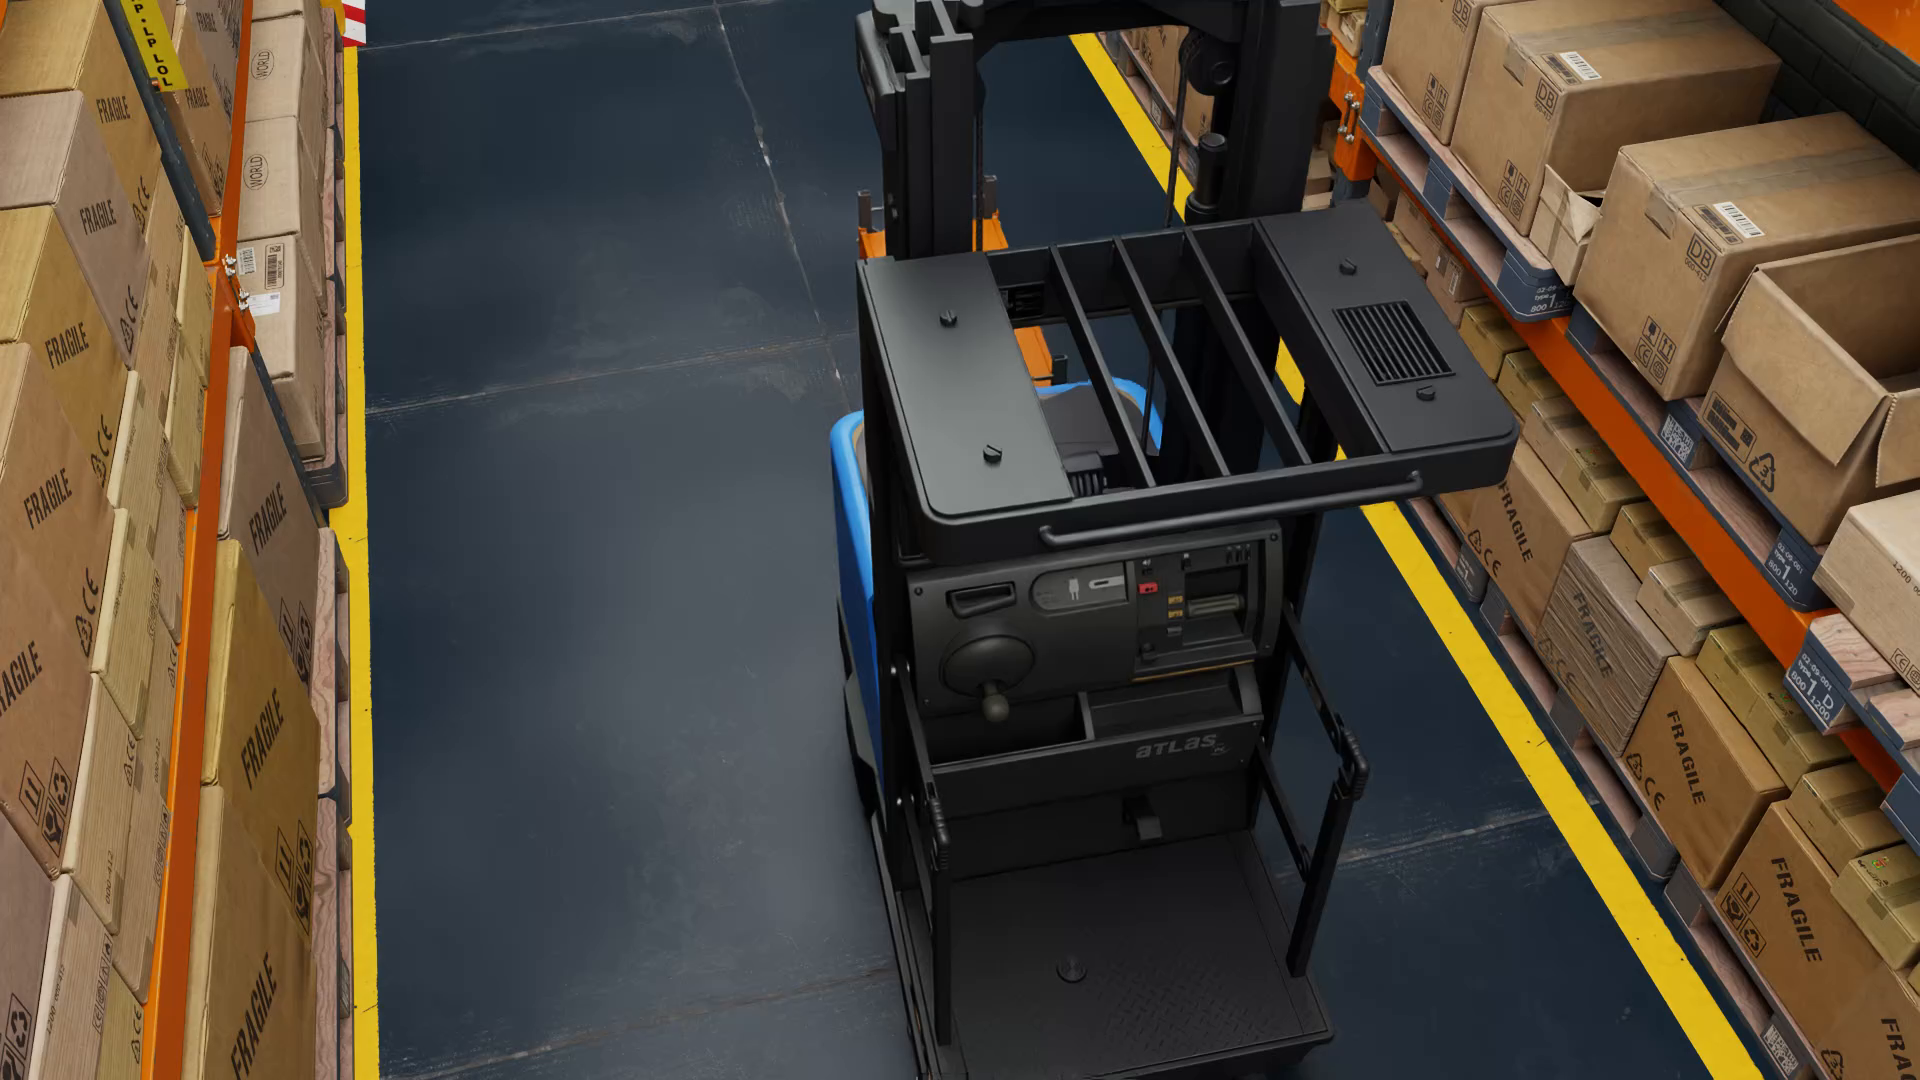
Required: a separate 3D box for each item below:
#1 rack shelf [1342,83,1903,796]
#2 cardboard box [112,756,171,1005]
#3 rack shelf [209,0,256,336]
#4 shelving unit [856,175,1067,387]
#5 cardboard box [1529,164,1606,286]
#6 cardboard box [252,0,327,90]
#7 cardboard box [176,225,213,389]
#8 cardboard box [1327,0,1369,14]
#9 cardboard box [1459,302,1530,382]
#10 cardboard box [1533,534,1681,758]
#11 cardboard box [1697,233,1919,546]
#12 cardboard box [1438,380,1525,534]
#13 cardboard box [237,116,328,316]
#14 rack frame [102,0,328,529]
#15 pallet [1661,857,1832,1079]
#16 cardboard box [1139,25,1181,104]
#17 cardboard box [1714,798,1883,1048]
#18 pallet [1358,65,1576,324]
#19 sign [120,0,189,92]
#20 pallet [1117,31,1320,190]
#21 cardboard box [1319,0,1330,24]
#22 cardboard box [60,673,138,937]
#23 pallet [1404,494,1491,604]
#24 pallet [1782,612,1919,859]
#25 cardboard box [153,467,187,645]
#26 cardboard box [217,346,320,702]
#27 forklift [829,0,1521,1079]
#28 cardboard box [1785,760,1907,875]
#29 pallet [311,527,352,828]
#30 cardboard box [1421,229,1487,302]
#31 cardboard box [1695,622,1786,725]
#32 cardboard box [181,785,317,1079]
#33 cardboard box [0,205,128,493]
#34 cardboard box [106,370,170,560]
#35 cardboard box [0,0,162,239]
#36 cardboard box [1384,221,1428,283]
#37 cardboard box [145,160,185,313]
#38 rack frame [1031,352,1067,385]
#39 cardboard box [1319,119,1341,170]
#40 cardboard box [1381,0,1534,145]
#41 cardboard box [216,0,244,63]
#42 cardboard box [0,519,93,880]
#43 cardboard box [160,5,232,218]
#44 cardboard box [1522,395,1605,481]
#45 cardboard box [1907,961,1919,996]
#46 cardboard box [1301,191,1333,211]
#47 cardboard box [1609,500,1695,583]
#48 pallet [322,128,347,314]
[{"bbox_3d":[2.449,-0.241,4.890,1.077,0.370,4.000,-11,47,-10],"label":"rack shelf"},{"bbox_3d":[-1.996,0.752,3.518,0.500,0.250,0.500,-9,46,-9],"label":"cardboard box"},{"bbox_3d":[-3.372,-2.093,6.704,1.077,0.370,4.000,-11,47,-10],"label":"rack shelf"},{"bbox_3d":[-0.012,-0.511,5.963,0.538,1.125,1.048,-8,46,-8],"label":"shelving unit"},{"bbox_3d":[1.922,-0.944,4.875,0.396,0.266,0.258,-9,46,-8],"label":"cardboard box"},{"bbox_3d":[-3.619,-2.538,8.137,0.875,0.438,0.875,-12,47,-12],"label":"cardboard box"},{"bbox_3d":[-2.502,-0.648,4.889,0.500,0.250,0.500,-12,47,-11],"label":"cardboard box"},{"bbox_3d":[1.571,-2.232,6.234,0.500,0.250,0.500,-10,46,-9],"label":"cardboard box"},{"bbox_3d":[1.994,-0.724,5.862,0.380,0.149,0.250,-13,47,-12],"label":"cardboard box"},{"bbox_3d":[2.239,0.300,5.312,0.500,0.500,0.500,-12,47,-12],"label":"cardboard box"},{"bbox_3d":[2.364,-0.389,4.164,0.797,0.503,0.637,-12,47,-11],"label":"cardboard box"},{"bbox_3d":[1.989,-0.405,6.003,0.500,0.500,0.500,-11,47,-11],"label":"cardboard box"},{"bbox_3d":[-3.147,-1.285,6.909,0.875,0.438,0.875,-12,47,-11],"label":"cardboard box"},{"bbox_3d":[-2.860,-0.964,5.094,1.000,3.000,0.127,-11,47,-10],"label":"rack frame"},{"bbox_3d":[2.806,1.341,4.788,1.003,0.211,1.213,-11,47,-10],"label":"pallet"},{"bbox_3d":[1.198,-2.487,8.044,0.500,0.500,0.500,-10,46,-10],"label":"cardboard box"},{"bbox_3d":[2.527,1.016,4.611,0.500,0.500,0.500,-11,47,-11],"label":"cardboard box"},{"bbox_3d":[2.036,-1.235,5.495,1.003,0.211,1.213,-11,47,-10],"label":"pallet"},{"bbox_3d":[-2.338,-1.447,4.813,0.100,0.325,0.005,-11,47,-10],"label":"sign"},{"bbox_3d":[1.446,-2.216,8.274,1.003,0.211,1.213,-11,47,-10],"label":"pallet"},{"bbox_3d":[1.523,-2.136,6.419,0.380,0.149,0.250,-10,46,-9],"label":"cardboard box"},{"bbox_3d":[-1.974,0.577,3.339,0.500,0.250,0.500,-11,47,-10],"label":"cardboard box"},{"bbox_3d":[2.182,-0.343,6.439,1.003,0.211,1.213,-11,47,-10],"label":"pallet"},{"bbox_3d":[2.719,0.500,3.794,1.213,0.211,1.003,-11,47,-10],"label":"pallet"},{"bbox_3d":[-2.262,0.056,4.200,0.500,0.250,0.500,-12,47,-11],"label":"cardboard box"},{"bbox_3d":[-2.624,0.046,5.298,0.875,0.875,0.875,-9,46,-9],"label":"cardboard box"},{"bbox_3d":[0.383,0.296,3.908,1.130,2.935,3.031,-8,46,-8],"label":"forklift"},{"bbox_3d":[2.465,0.721,4.445,0.380,0.149,0.250,-12,47,-12],"label":"cardboard box"},{"bbox_3d":[-2.590,0.531,5.582,1.003,0.211,1.213,-11,47,-10],"label":"pallet"},{"bbox_3d":[1.884,-1.010,5.933,0.380,0.149,0.250,-13,47,-12],"label":"cardboard box"},{"bbox_3d":[2.377,0.359,4.800,0.380,0.149,0.250,-11,47,-11],"label":"cardboard box"},{"bbox_3d":[-2.157,1.286,4.083,0.875,0.875,0.875,-10,46,-10],"label":"cardboard box"},{"bbox_3d":[-2.253,-0.377,3.749,0.500,0.500,0.500,-9,46,-9],"label":"cardboard box"},{"bbox_3d":[-2.239,-0.126,4.028,0.500,0.250,0.500,-10,46,-9],"label":"cardboard box"},{"bbox_3d":[-2.503,-1.086,4.444,0.500,0.500,0.500,-9,46,-9],"label":"cardboard box"},{"bbox_3d":[1.771,-1.077,6.207,0.380,0.149,0.250,-9,46,-8],"label":"cardboard box"},{"bbox_3d":[-2.513,-0.826,4.715,0.500,0.250,0.500,-11,47,-10],"label":"cardboard box"},{"bbox_3d":[0.091,-0.156,5.615,0.500,1.125,0.032,-8,46,-8],"label":"rack frame"},{"bbox_3d":[1.885,-1.822,7.637,0.380,0.149,0.250,-11,47,-11],"label":"cardboard box"},{"bbox_3d":[1.844,-1.681,5.433,0.700,0.500,0.500,-10,46,-9],"label":"cardboard box"},{"bbox_3d":[-2.973,-2.063,6.102,0.500,0.500,0.500,-10,47,-10],"label":"cardboard box"},{"bbox_3d":[-1.980,0.327,3.059,0.500,0.500,0.500,-9,46,-9],"label":"cardboard box"},{"bbox_3d":[-2.728,-1.371,5.423,0.500,0.500,0.500,-9,46,-9],"label":"cardboard box"},{"bbox_3d":[2.105,-0.358,5.503,0.380,0.149,0.250,-11,47,-10],"label":"cardboard box"},{"bbox_3d":[2.590,1.094,4.080,0.380,0.149,0.250,-13,47,-12],"label":"cardboard box"},{"bbox_3d":[1.510,-1.354,7.179,0.380,0.149,0.250,-12,47,-12],"label":"cardboard box"},{"bbox_3d":[2.264,-0.006,5.157,0.380,0.149,0.250,-11,47,-10],"label":"cardboard box"},{"bbox_3d":[-3.295,-1.371,7.446,1.003,0.211,1.213,-11,47,-10],"label":"pallet"}]
